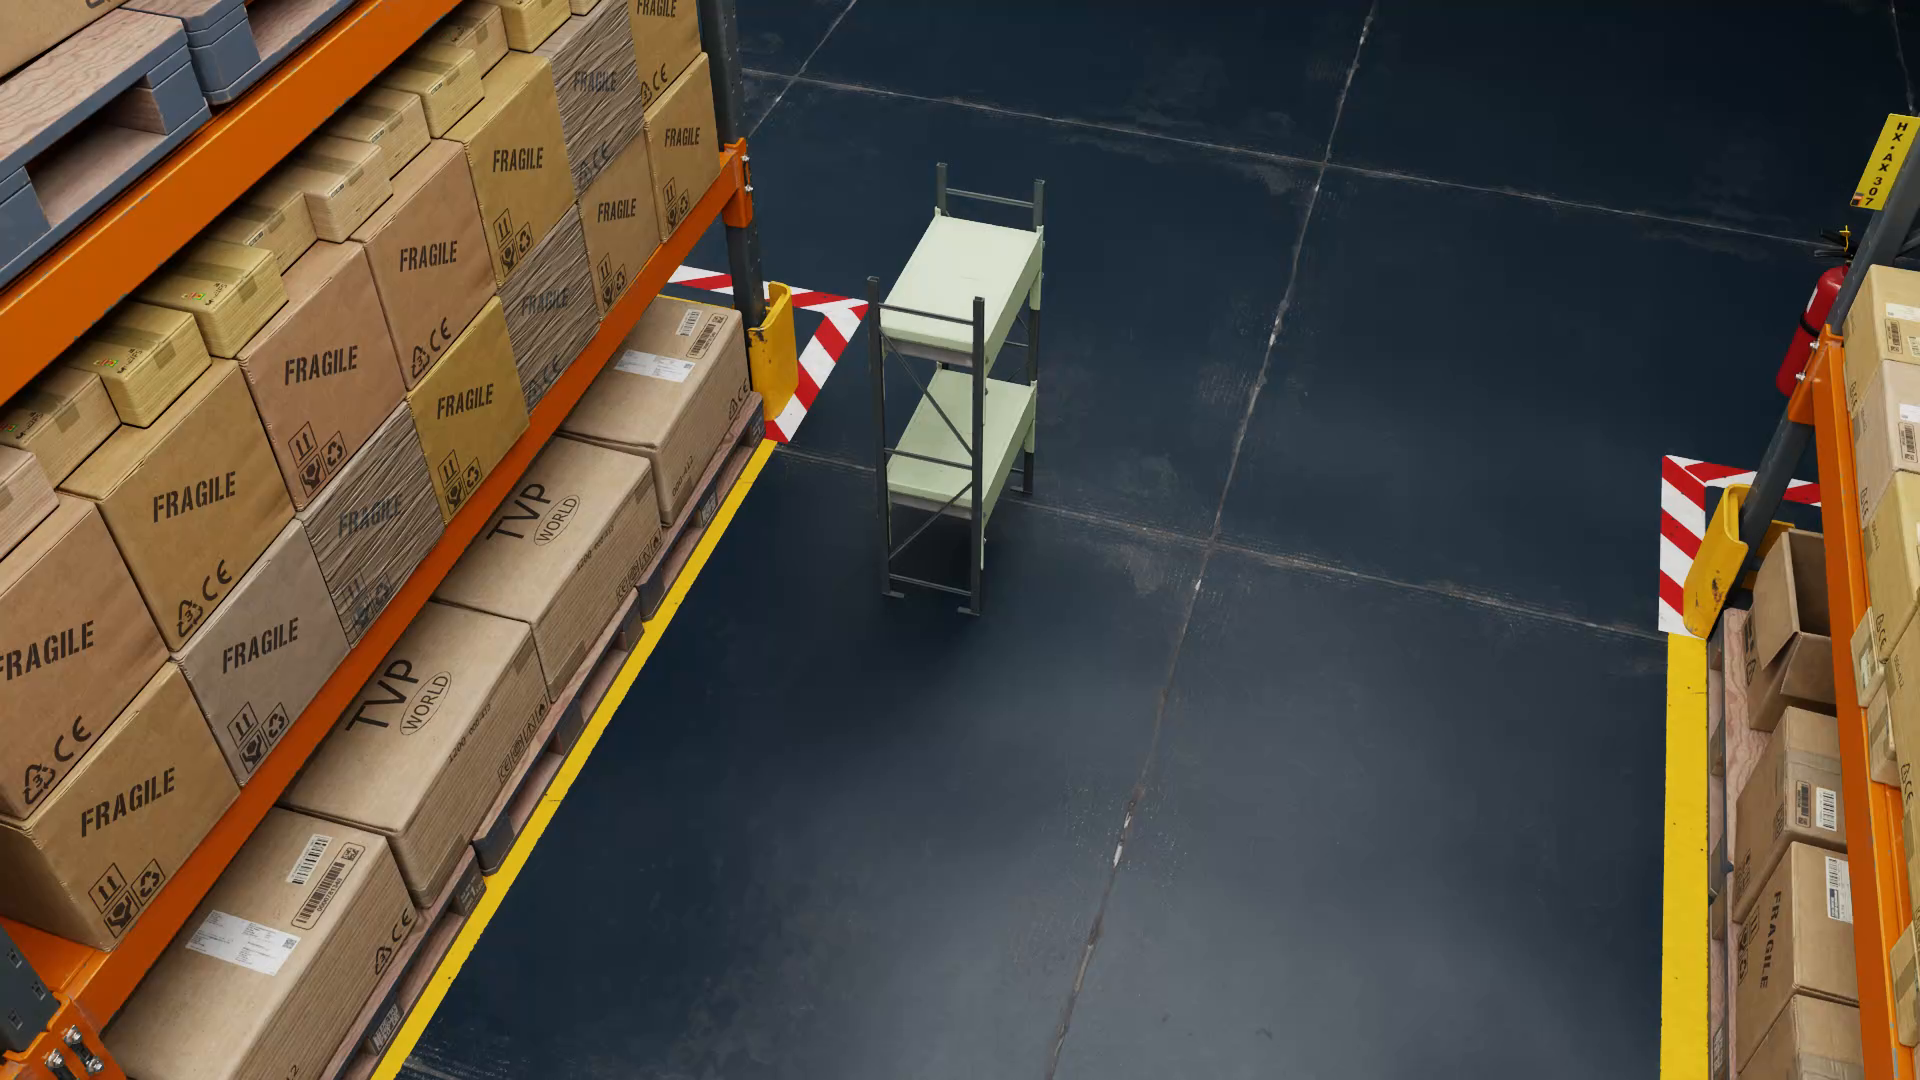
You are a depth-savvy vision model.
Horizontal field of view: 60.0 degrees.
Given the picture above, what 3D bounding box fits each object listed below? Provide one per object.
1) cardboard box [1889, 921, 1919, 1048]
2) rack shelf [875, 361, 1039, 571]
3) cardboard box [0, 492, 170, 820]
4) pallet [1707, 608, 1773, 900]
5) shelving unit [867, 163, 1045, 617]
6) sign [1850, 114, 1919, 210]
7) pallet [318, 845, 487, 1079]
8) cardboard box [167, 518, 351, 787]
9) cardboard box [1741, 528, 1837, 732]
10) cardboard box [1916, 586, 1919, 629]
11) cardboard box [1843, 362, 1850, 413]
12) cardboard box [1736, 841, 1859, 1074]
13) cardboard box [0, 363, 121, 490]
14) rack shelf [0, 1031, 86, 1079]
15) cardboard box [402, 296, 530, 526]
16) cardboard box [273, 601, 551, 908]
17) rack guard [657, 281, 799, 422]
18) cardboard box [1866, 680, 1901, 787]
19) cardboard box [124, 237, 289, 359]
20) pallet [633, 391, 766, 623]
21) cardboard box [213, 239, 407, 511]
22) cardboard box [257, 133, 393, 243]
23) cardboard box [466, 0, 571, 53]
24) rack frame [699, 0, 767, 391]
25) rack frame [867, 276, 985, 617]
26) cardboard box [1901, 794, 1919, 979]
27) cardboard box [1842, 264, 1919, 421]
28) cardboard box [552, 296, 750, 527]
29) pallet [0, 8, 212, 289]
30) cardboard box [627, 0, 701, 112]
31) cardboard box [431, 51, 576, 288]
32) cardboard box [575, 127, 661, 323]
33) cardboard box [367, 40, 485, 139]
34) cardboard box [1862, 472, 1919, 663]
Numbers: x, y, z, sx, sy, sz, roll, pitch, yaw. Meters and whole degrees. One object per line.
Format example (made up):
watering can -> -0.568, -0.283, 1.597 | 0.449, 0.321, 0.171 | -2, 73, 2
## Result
cardboard box -> 2.323, 1.036, 3.726 | 0.380, 0.149, 0.250 | 12, 46, 12
rack shelf -> -0.002, -0.299, 6.449 | 0.431, 0.370, 0.720 | 13, 46, 12
cardboard box -> -2.160, 0.206, 3.608 | 0.500, 0.500, 0.500 | 13, 46, 13
pallet -> 3.145, 0.827, 5.754 | 1.003, 0.211, 1.213 | 13, 46, 13
shelving unit -> -0.002, -0.532, 6.221 | 0.431, 1.500, 0.755 | 13, 46, 12
sign -> 2.891, -1.176, 5.188 | 0.100, 0.325, 0.005 | 13, 46, 13
pallet -> -2.230, 1.372, 5.197 | 1.003, 0.211, 1.213 | 13, 46, 13
cardboard box -> -1.987, 0.238, 4.291 | 0.500, 0.500, 0.500 | 13, 46, 13
cardboard box -> 3.133, 0.378, 5.704 | 0.797, 0.503, 0.637 | 11, 45, 11
cardboard box -> 2.560, 0.173, 3.787 | 0.500, 0.500, 0.500 | 14, 46, 14
cardboard box -> 3.047, -0.501, 5.297 | 0.380, 0.149, 0.250 | 12, 46, 12
cardboard box -> 2.581, 1.272, 4.793 | 0.500, 0.500, 0.500 | 13, 46, 13
cardboard box -> -2.092, -0.269, 3.630 | 0.380, 0.149, 0.250 | 12, 46, 12
rack shelf -> -3.140, 2.456, 2.610 | 1.077, 0.370, 4.000 | 13, 46, 13
cardboard box -> -1.674, -0.436, 4.979 | 0.500, 0.500, 0.500 | 14, 46, 14
cardboard box -> -1.972, 0.638, 5.485 | 0.875, 0.438, 0.875 | 11, 45, 11
rack guard -> -1.316, -0.923, 7.336 | 1.175, 0.500, 0.348 | 13, 46, 13
cardboard box -> 2.549, 0.527, 4.247 | 0.380, 0.149, 0.250 | 14, 46, 13
cardboard box -> -1.851, -0.592, 3.960 | 0.380, 0.149, 0.250 | 11, 46, 11
pallet -> -1.491, -0.255, 6.859 | 1.003, 0.211, 1.213 | 13, 46, 13
cardboard box -> -1.835, -0.468, 4.297 | 0.500, 0.500, 0.500 | 13, 46, 13
cardboard box -> -1.713, -0.926, 4.302 | 0.380, 0.149, 0.250 | 13, 46, 13
cardboard box -> -1.409, -1.621, 5.011 | 0.380, 0.149, 0.250 | 14, 46, 13
rack frame -> -1.323, -1.801, 6.446 | 1.000, 3.000, 0.127 | 13, 46, 13
rack frame -> -0.113, -0.288, 5.972 | 0.400, 1.500, 0.023 | 13, 46, 12
cardboard box -> 2.420, 0.804, 3.679 | 0.500, 0.250, 0.500 | 12, 46, 12
cardboard box -> 3.014, -0.559, 5.071 | 0.500, 0.250, 0.500 | 13, 46, 13
cardboard box -> -1.428, -0.574, 6.724 | 0.875, 0.438, 0.875 | 11, 45, 11
pallet -> -2.277, -0.718, 3.258 | 1.003, 0.211, 1.213 | 13, 46, 13
cardboard box -> -1.242, -1.822, 5.681 | 0.500, 0.500, 0.500 | 14, 46, 14
cardboard box -> -1.526, -1.139, 4.982 | 0.500, 0.500, 0.500 | 12, 46, 12
cardboard box -> -1.384, -1.128, 5.686 | 0.500, 0.500, 0.500 | 12, 46, 12
cardboard box -> -1.575, -1.282, 4.665 | 0.380, 0.149, 0.250 | 14, 46, 13
cardboard box -> 2.711, 0.115, 4.382 | 0.500, 0.250, 0.500 | 12, 46, 12
